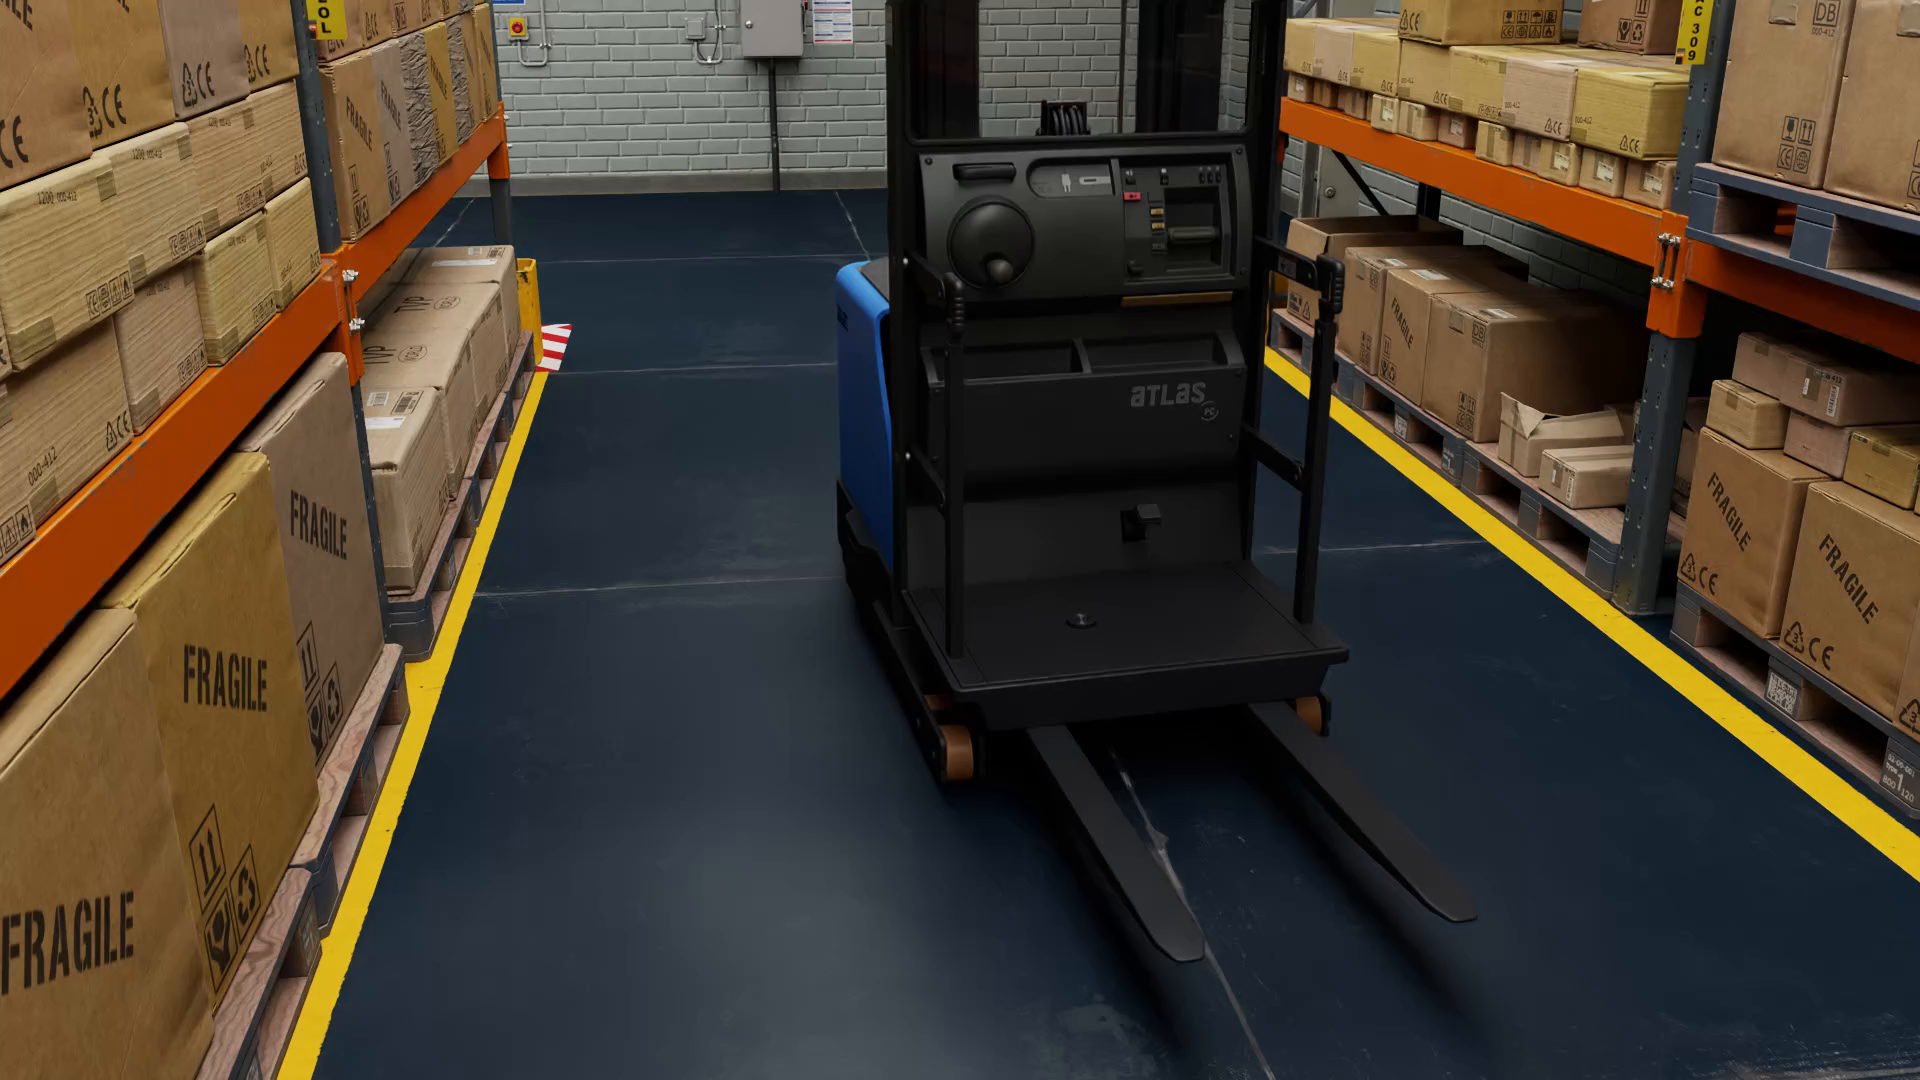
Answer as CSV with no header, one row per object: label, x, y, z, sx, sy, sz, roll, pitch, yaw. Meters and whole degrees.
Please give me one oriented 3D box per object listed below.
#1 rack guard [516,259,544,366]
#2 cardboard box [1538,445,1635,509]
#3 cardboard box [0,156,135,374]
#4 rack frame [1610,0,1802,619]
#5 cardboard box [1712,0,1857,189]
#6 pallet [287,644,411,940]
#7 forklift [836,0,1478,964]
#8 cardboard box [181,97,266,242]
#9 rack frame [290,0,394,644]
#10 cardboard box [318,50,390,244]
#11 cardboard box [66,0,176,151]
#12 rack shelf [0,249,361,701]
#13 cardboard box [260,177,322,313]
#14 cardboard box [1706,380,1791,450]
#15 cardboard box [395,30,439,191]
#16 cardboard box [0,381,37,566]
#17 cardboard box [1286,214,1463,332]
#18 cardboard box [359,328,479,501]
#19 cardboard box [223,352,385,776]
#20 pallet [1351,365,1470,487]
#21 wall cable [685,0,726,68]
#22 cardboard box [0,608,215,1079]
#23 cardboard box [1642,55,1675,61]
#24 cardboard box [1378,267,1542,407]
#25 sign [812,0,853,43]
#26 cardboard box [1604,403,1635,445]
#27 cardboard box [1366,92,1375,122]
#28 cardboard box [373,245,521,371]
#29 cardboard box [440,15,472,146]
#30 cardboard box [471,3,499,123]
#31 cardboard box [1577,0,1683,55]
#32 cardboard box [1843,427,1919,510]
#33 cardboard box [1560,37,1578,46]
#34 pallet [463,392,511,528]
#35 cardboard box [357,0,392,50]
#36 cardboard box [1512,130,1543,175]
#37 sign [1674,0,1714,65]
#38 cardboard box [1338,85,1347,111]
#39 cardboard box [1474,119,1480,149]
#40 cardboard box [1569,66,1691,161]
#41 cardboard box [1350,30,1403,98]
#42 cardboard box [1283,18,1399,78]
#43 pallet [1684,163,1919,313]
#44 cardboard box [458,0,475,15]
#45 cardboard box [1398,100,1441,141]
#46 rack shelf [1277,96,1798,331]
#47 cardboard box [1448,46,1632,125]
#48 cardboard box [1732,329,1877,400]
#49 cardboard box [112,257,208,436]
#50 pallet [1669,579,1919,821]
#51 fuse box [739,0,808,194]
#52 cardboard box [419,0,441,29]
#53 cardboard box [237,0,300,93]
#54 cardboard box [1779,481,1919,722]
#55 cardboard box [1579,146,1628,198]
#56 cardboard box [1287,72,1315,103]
rack guard,-2.785,-1.161,8.611,1.175,0.500,0.348,-3,21,-8
cardboard box,2.335,-0.230,6.019,0.380,0.149,0.250,-4,21,-9
cardboard box,-1.650,-0.435,2.592,0.500,0.250,0.500,-3,21,-7
rack frame,2.706,-1.191,5.117,1.000,3.000,0.127,-3,21,-8
cardboard box,2.554,-1.256,4.548,0.700,0.500,0.500,-2,21,-6
pallet,-2.019,0.631,4.226,1.003,0.211,1.213,-3,21,-8
forklift,0.403,-0.864,4.340,1.130,2.935,3.031,-5,21,-13
cardboard box,-1.822,-0.790,3.544,0.500,0.250,0.500,-2,21,-6
rack frame,-2.205,-0.939,4.443,1.000,3.000,0.127,-3,21,-8
cardboard box,-2.014,-1.162,4.896,0.500,0.500,0.500,-2,21,-6
cardboard box,-1.757,-0.957,2.920,0.500,0.500,0.500,-2,21,-6
rack shelf,-1.917,0.090,2.715,1.077,0.370,4.000,-3,21,-8
cardboard box,-1.891,-0.726,4.088,0.500,0.250,0.500,-3,21,-9
cardboard box,2.494,-0.383,4.999,0.380,0.149,0.250,-2,21,-5
cardboard box,-2.148,-1.509,5.825,0.500,0.500,0.500,-3,21,-7
cardboard box,-1.612,-0.025,2.210,0.500,0.250,0.500,-2,21,-6
cardboard box,2.124,-1.386,8.609,0.797,0.503,0.637,-4,21,-10
cardboard box,-2.319,-0.468,6.245,0.875,0.438,0.875,-4,21,-9
cardboard box,-2.037,0.070,4.178,0.875,0.875,0.875,-2,21,-6
pallet,2.429,-0.545,7.375,1.003,0.211,1.213,-3,21,-8
wall cable,-2.216,-4.827,13.400,0.588,1.984,0.122,-3,21,-8
cardboard box,-1.770,0.692,2.513,0.875,0.875,0.875,-3,21,-7
cardboard box,2.823,-1.618,6.051,0.500,0.250,0.500,-3,21,-8
cardboard box,2.186,-0.899,7.308,0.500,0.500,0.500,-3,21,-7
sign,-1.059,-4.383,13.799,0.329,0.494,0.001,-3,21,-8
cardboard box,2.782,-0.443,6.589,0.380,0.149,0.250,-3,21,-8
cardboard box,2.080,-1.973,7.571,0.380,0.149,0.250,-3,21,-7
cardboard box,-2.588,-1.097,7.928,0.875,0.438,0.875,-4,21,-10
cardboard box,-2.309,-1.865,6.780,0.500,0.500,0.500,-2,21,-6
cardboard box,-2.450,-2.217,7.723,0.500,0.500,0.500,-3,21,-7
cardboard box,2.755,-2.140,6.377,0.500,0.500,0.500,-3,21,-9
cardboard box,2.659,-0.202,4.516,0.380,0.149,0.250,-4,21,-11
cardboard box,2.673,-1.968,6.986,0.500,0.250,0.500,-3,21,-8
pallet,-2.417,-0.323,6.780,1.003,0.211,1.213,-3,21,-8
cardboard box,-2.101,-1.807,5.194,0.500,0.500,0.500,-3,21,-8
cardboard box,2.279,-1.441,6.146,0.380,0.149,0.250,-2,21,-6
sign,2.170,-1.566,4.885,0.100,0.325,0.005,-3,21,-8
cardboard box,2.060,-2.155,8.059,0.380,0.149,0.250,-3,21,-8
cardboard box,2.288,-1.623,6.633,0.380,0.149,0.250,-3,21,-7
cardboard box,2.391,-1.424,5.531,0.500,0.250,0.500,-2,21,-6
cardboard box,2.077,-2.124,7.406,0.500,0.250,0.500,-3,21,-9
cardboard box,1.928,-2.474,8.342,0.500,0.250,0.500,-3,21,-7
pallet,2.713,-0.819,4.395,1.003,0.211,1.213,-3,21,-8
cardboard box,-2.372,-2.505,7.064,0.500,0.500,0.500,-3,21,-8
cardboard box,2.100,-1.792,7.085,0.380,0.149,0.250,-2,21,-7
rack shelf,2.418,-1.546,7.097,1.077,0.370,4.000,-3,21,-8
cardboard box,2.246,-1.770,6.457,0.500,0.250,0.500,-3,21,-8
cardboard box,2.554,-0.525,4.955,0.380,0.149,0.250,-3,21,-9
cardboard box,-1.765,-0.374,3.145,0.500,0.250,0.500,-3,21,-9
pallet,2.861,0.395,4.856,1.003,0.211,1.213,-3,21,-8
fuse box,-1.518,-3.727,13.749,0.539,1.711,0.414,-3,21,-8
cardboard box,-2.234,-2.159,6.138,0.500,0.500,0.500,-3,21,-8
cardboard box,-1.892,-1.312,3.871,0.500,0.500,0.500,-2,21,-6
cardboard box,2.640,0.146,4.510,0.500,0.500,0.500,-3,21,-8
cardboard box,2.351,-1.260,5.661,0.380,0.149,0.250,-2,21,-6
cardboard box,1.905,-2.330,8.527,0.380,0.149,0.250,-3,21,-8
